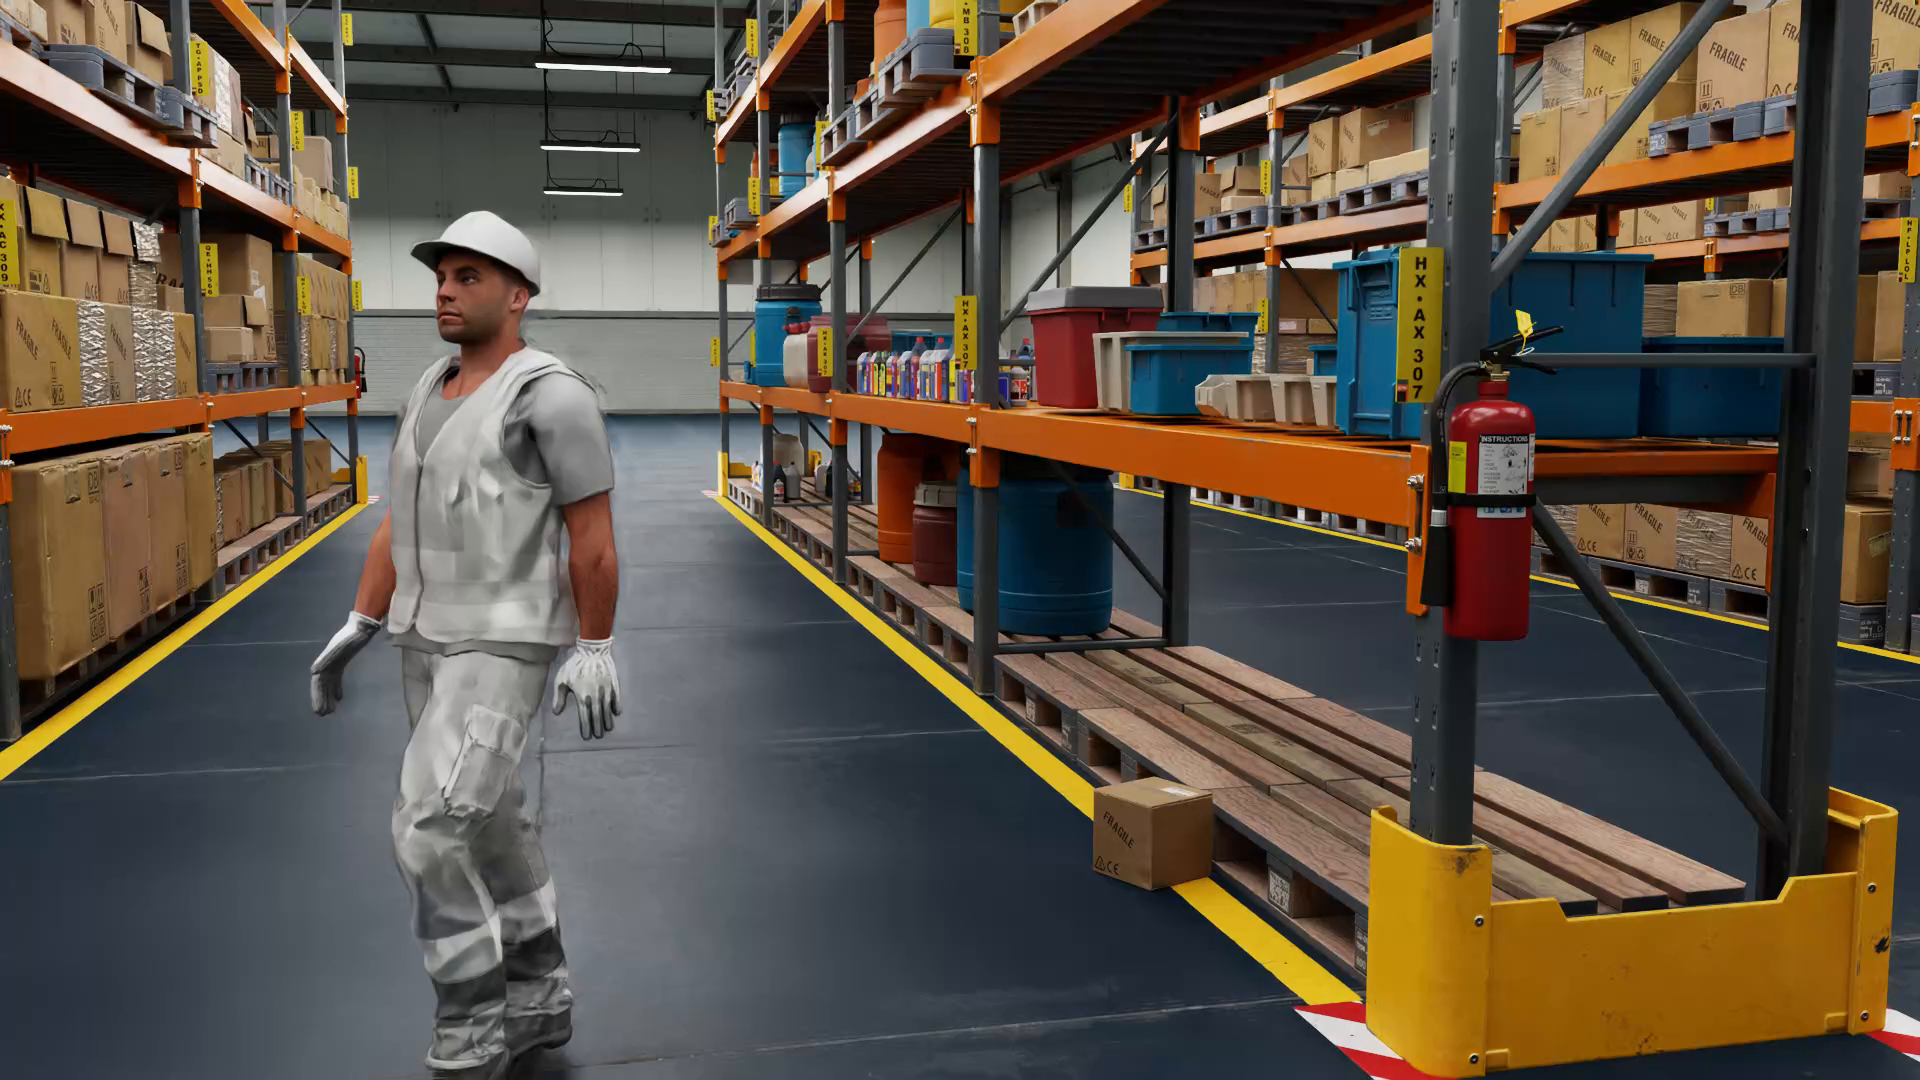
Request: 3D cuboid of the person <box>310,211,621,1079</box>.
[{"bbox_3d":[-1.013,0.262,3.366,0.538,1.841,0.528,5,8,39],"label":"person"}]
